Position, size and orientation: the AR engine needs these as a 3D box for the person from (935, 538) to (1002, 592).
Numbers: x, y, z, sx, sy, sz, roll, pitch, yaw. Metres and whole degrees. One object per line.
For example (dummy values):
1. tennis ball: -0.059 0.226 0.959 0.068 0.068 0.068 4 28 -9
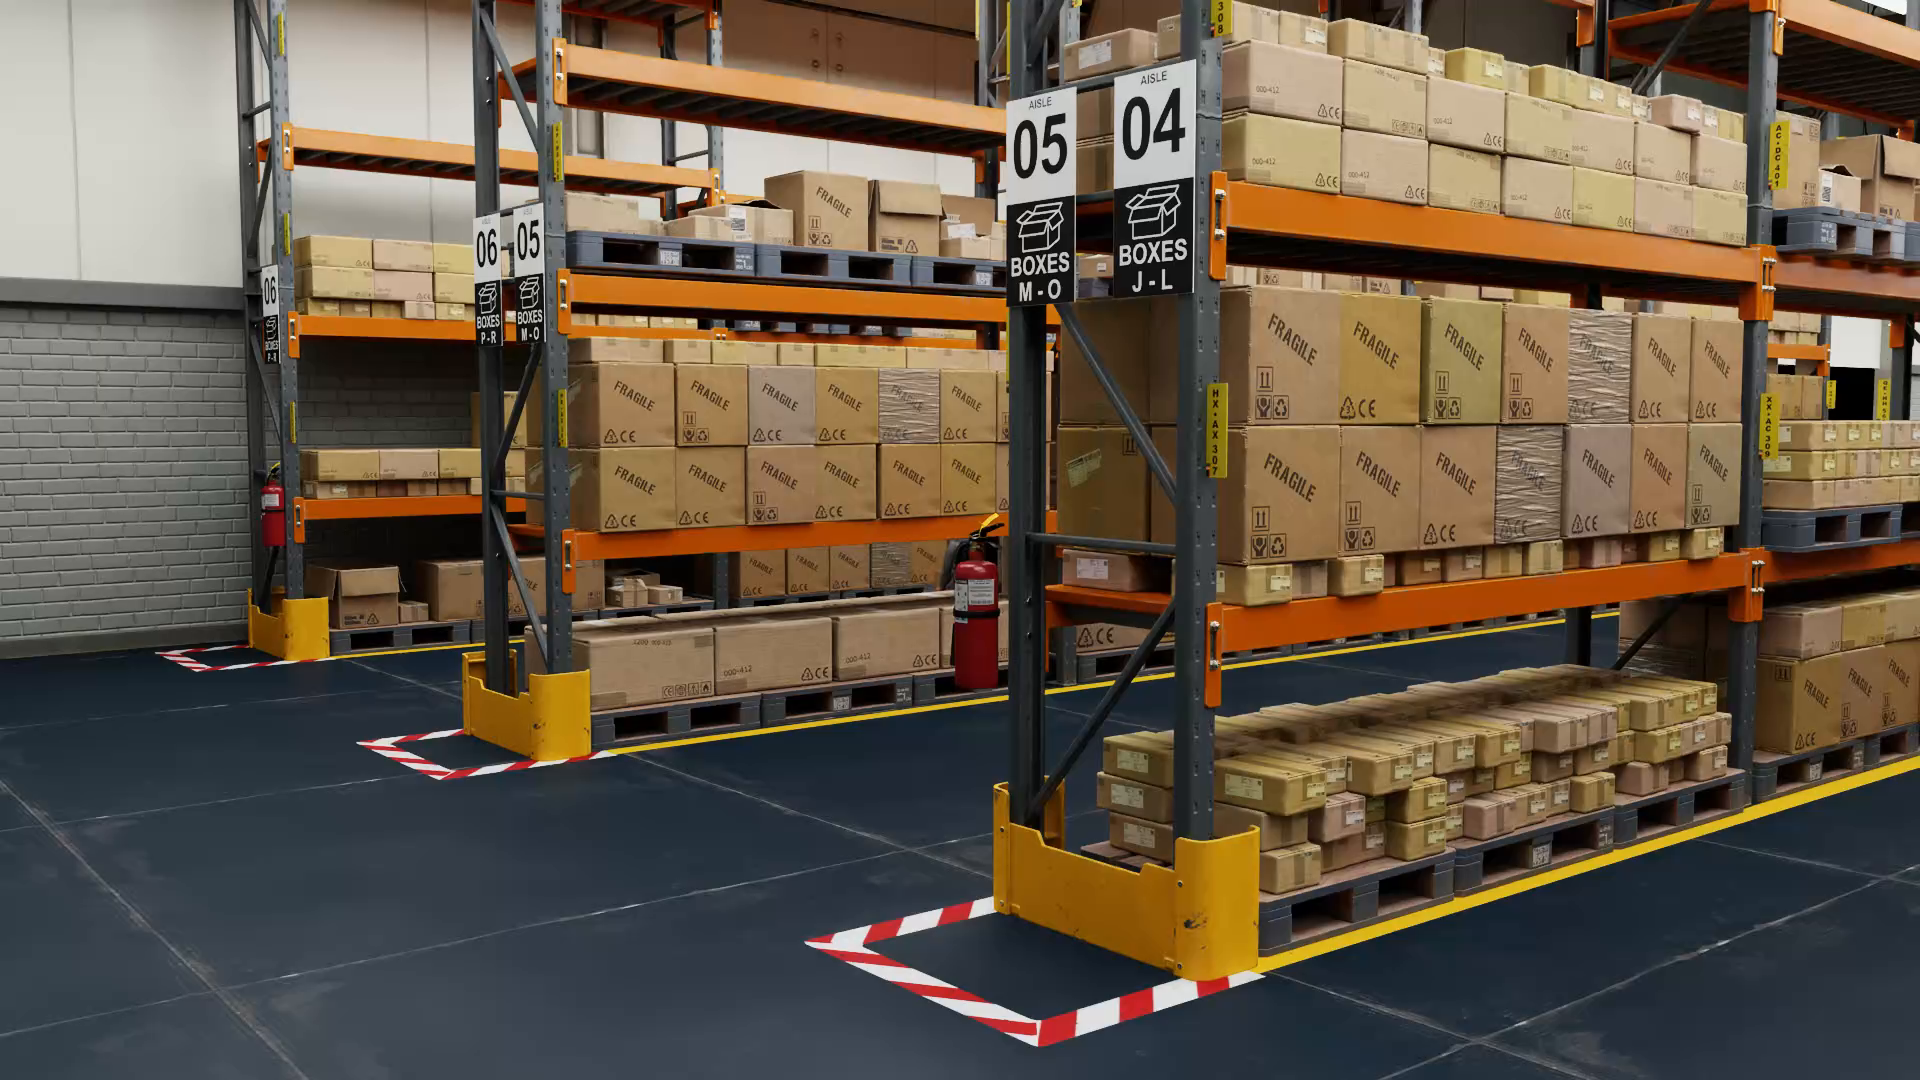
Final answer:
1. person: 0.123 0.337 16.299 0.508 0.892 0.887 -4 6 -40
